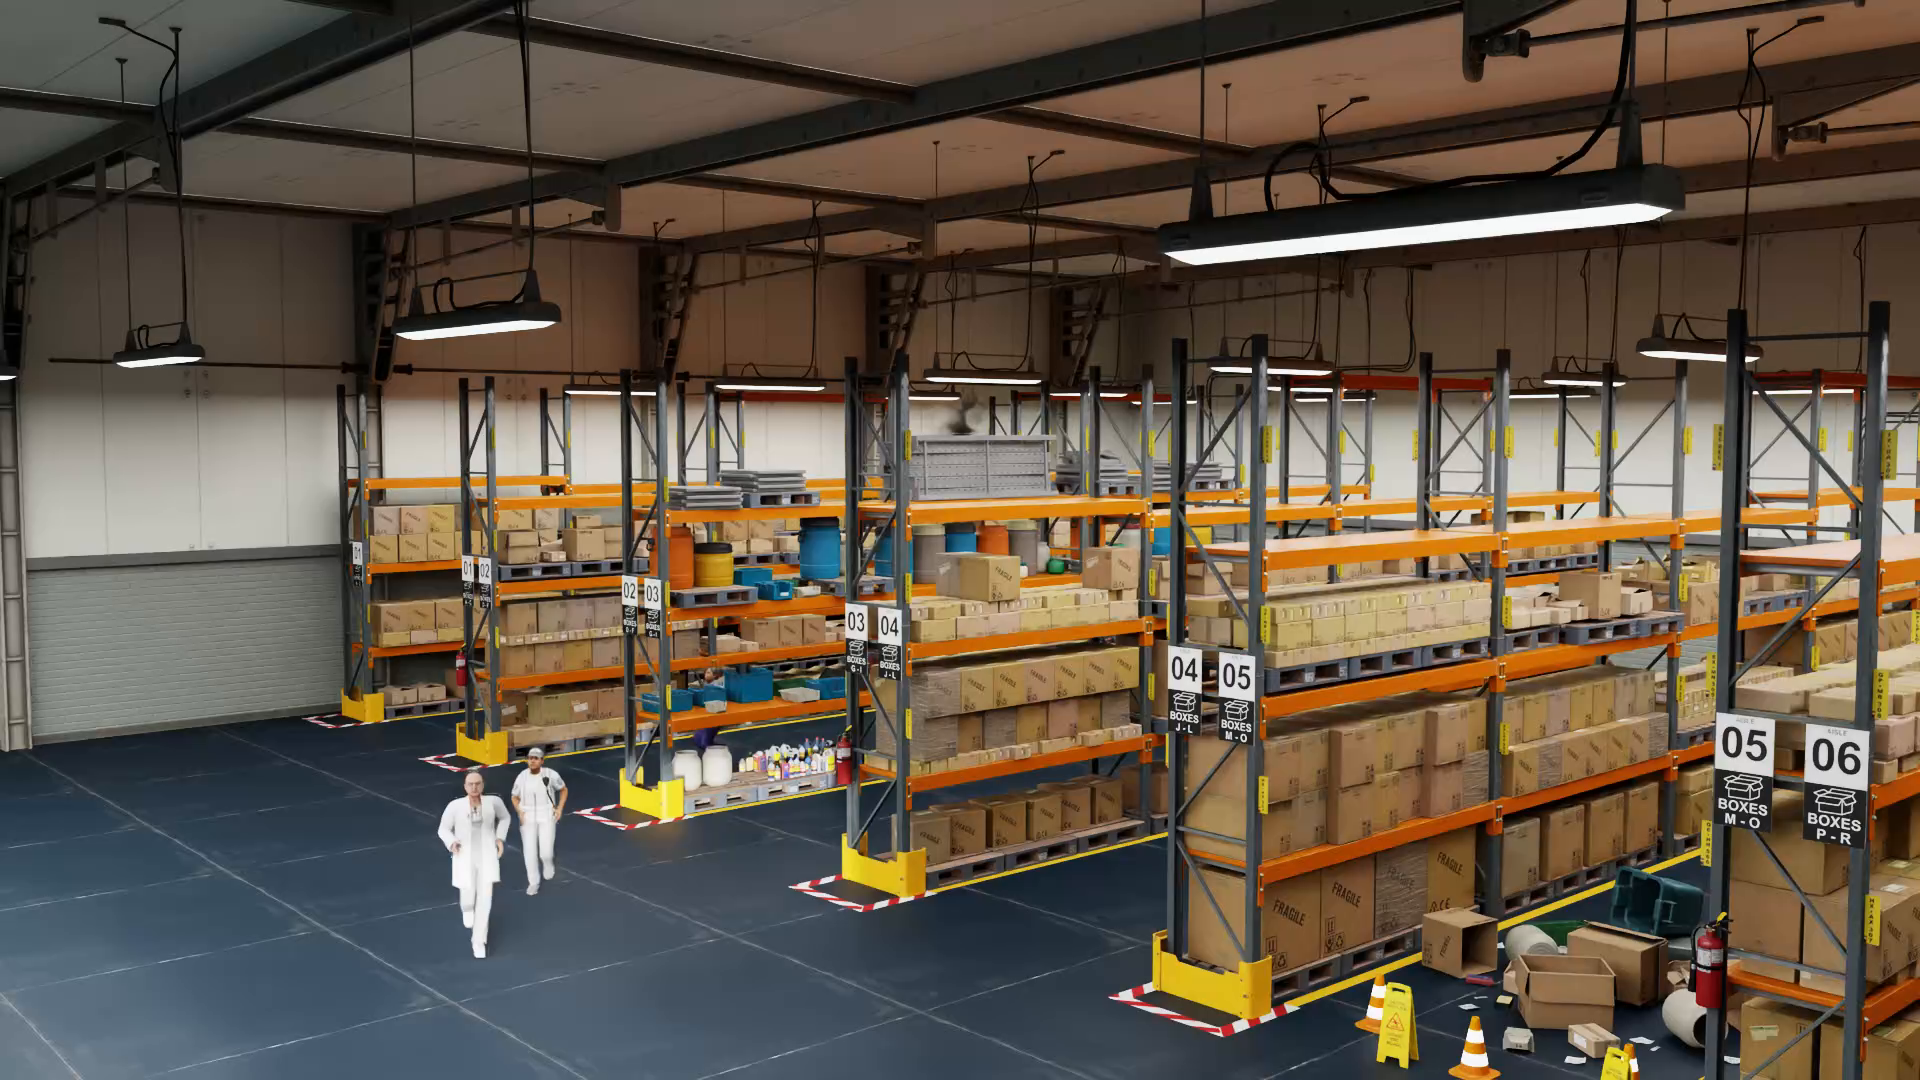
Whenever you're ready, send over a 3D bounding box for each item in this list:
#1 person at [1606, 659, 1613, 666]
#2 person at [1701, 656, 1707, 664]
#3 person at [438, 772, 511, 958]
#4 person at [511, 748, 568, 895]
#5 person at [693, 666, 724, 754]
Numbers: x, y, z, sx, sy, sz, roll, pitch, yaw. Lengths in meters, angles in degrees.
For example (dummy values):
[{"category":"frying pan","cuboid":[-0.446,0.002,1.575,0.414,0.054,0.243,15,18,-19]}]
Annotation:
[{"category":"person","cuboid":[10.215,2.658,26.343,0.531,1.552,0.555,3,5,41]},{"category":"person","cuboid":[11.580,2.640,25.829,0.920,1.692,0.578,-2,4,-30]},{"category":"person","cuboid":[-4.841,3.199,16.638,0.711,1.764,0.923,-1,4,-19]},{"category":"person","cuboid":[-4.721,3.139,18.631,0.614,1.632,0.553,0,4,-6]},{"category":"person","cuboid":[-3.745,2.716,25.218,0.608,1.586,0.609,3,5,42]}]
